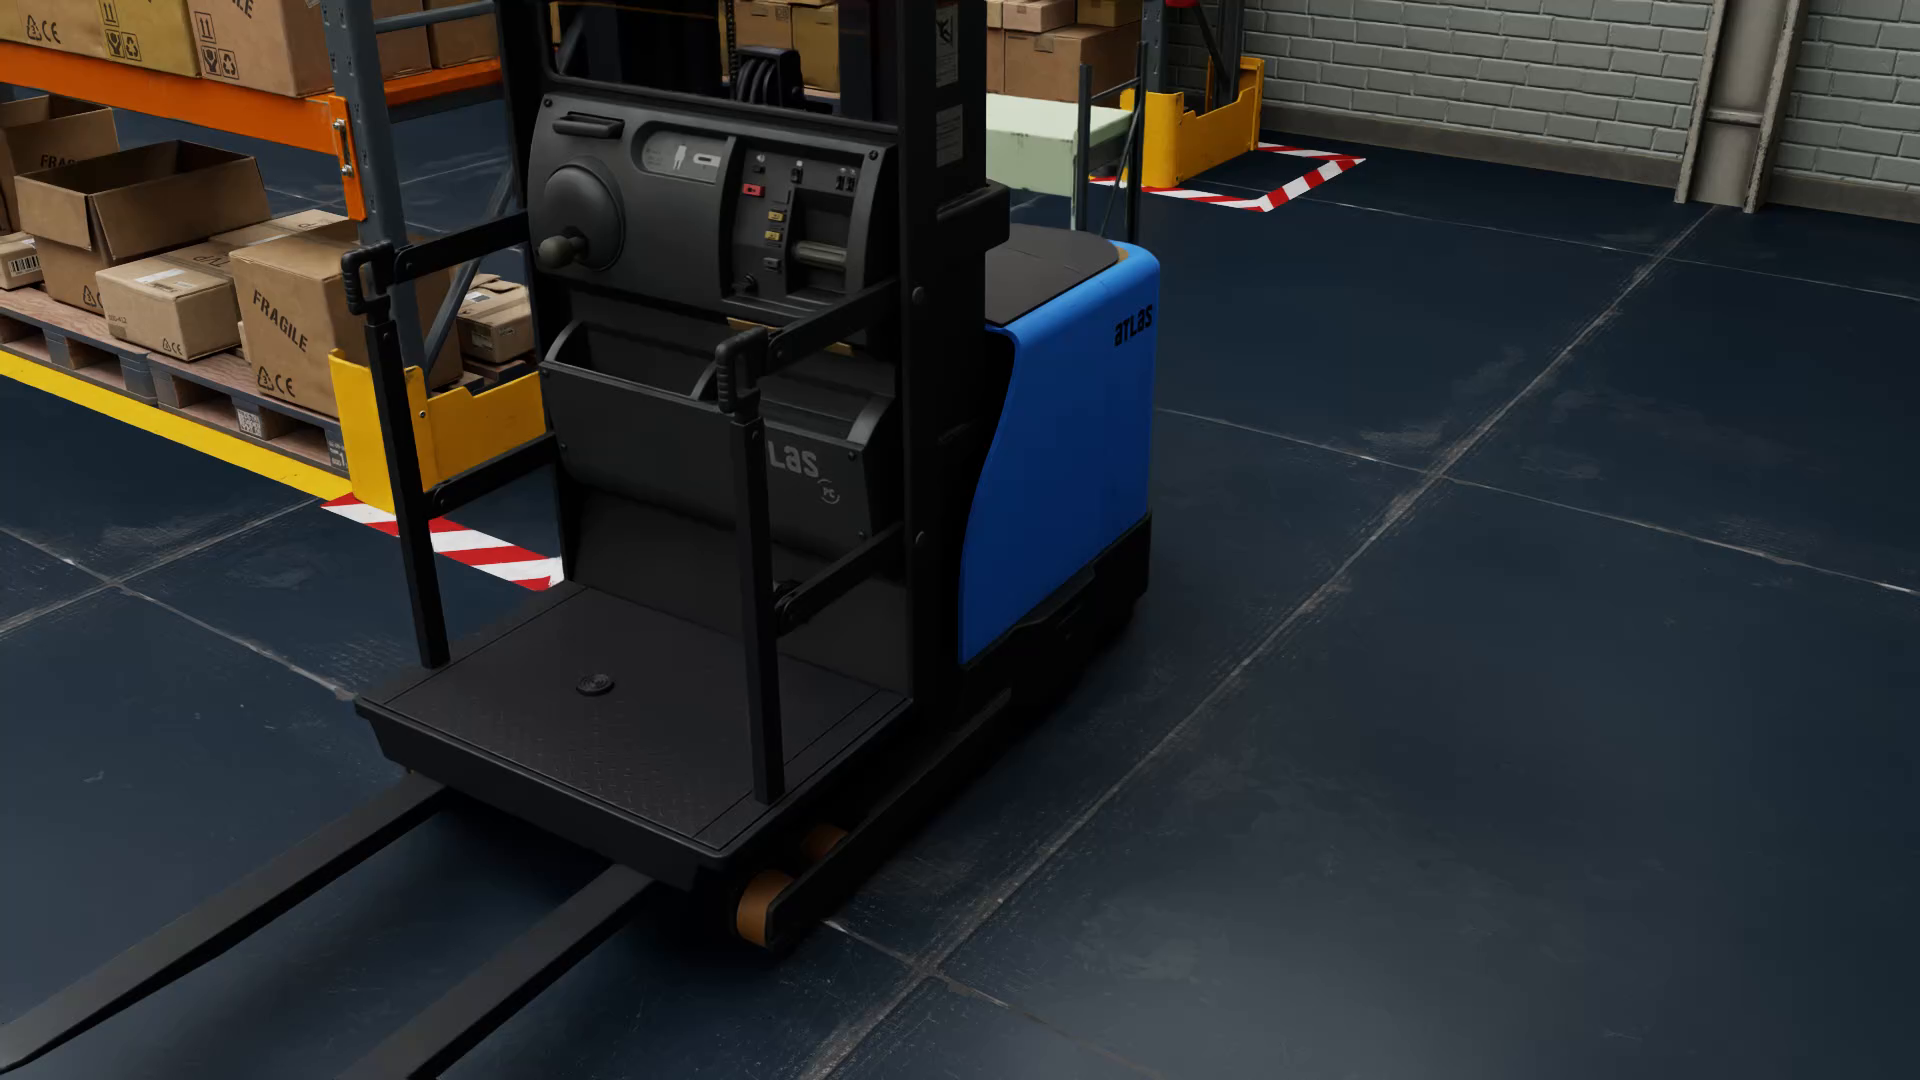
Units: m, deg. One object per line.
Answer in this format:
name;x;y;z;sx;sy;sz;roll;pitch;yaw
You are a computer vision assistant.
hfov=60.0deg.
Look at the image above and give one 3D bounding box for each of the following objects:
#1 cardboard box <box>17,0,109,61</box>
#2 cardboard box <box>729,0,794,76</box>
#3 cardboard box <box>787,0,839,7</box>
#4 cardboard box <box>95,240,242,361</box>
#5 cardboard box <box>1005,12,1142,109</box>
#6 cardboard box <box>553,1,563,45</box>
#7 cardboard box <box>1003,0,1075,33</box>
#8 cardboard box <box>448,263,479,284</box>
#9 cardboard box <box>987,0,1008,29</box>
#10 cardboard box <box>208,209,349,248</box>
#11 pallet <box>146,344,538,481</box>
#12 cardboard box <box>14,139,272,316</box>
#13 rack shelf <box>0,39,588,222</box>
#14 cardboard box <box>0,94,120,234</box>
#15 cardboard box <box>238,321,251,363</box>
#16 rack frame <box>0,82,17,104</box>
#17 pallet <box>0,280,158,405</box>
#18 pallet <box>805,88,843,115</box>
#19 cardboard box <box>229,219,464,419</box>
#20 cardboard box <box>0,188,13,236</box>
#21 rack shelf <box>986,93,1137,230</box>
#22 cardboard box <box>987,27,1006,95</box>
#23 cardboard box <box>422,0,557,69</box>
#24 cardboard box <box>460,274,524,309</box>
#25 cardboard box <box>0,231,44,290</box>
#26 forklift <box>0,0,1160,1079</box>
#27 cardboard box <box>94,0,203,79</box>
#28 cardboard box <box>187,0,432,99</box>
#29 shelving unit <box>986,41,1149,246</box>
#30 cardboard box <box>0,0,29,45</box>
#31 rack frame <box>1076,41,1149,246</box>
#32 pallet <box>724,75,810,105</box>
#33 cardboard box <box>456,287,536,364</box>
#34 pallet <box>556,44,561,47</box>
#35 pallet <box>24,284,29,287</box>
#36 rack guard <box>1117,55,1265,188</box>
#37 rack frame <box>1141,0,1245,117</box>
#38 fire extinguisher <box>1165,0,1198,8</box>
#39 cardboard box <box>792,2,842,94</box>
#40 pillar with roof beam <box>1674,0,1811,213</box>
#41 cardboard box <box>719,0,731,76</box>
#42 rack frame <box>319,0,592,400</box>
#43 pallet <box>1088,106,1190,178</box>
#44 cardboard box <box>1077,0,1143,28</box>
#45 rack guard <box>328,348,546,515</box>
cardboard box;-2.874;-1.959;5.682;0.500;0.500;0.500;18;32;31
cardboard box;-1.038;-3.232;10.587;0.500;0.500;0.700;17;32;30
cardboard box;-0.841;-3.361;10.125;0.250;0.149;0.380;16;31;29
cardboard box;-2.867;-0.913;6.283;0.500;0.250;0.500;17;32;30
cardboard box;0.655;-2.708;9.557;0.500;0.500;0.700;17;32;30
cardboard box;-2.618;-3.867;11.448;0.750;0.750;0.750;18;32;31
cardboard box;0.446;-2.962;9.340;0.250;0.149;0.380;17;31;30
cardboard box;-2.213;-0.984;6.423;0.500;0.250;0.500;17;32;30
cardboard box;0.235;-3.027;9.469;0.250;0.149;0.380;18;32;32
cardboard box;-2.625;-1.112;6.675;0.500;0.250;0.500;17;32;30
pallet;-2.233;-0.620;6.237;1.213;0.211;1.003;17;32;30
cardboard box;-3.259;-1.269;6.705;0.637;0.503;0.797;17;32;30
rack shelf;-3.162;-1.832;6.336;4.000;0.370;1.077;17;32;30
cardboard box;-4.180;-1.708;7.571;0.500;0.500;0.500;17;32;30
cardboard box;-2.384;-0.758;6.071;0.250;0.166;0.380;17;32;30
rack frame;-4.810;-2.667;7.182;0.127;3.000;1.000;17;32;30
pallet;-3.235;-0.934;6.853;1.213;0.211;1.003;17;32;30
pallet;-0.416;-2.739;10.400;1.213;0.211;1.003;17;32;30
cardboard box;-2.101;-0.769;5.725;0.500;0.500;0.500;17;32;30
cardboard box;-4.587;-1.476;7.322;0.500;0.311;0.500;17;32;30
rack shelf;0.110;-1.103;4.904;0.720;0.370;0.431;15;30;26
cardboard box;0.242;-2.836;9.809;0.500;0.500;0.700;17;32;30
cardboard box;-1.730;-1.896;5.559;0.500;0.500;0.500;18;32;31
cardboard box;-1.870;-0.873;6.297;0.250;0.166;0.380;17;32;30
cardboard box;-3.868;-1.193;6.925;0.250;0.166;0.380;17;32;30
forklift;-0.667;-0.679;3.352;1.130;2.935;3.031;16;31;28
cardboard box;-2.466;-1.829;5.427;0.500;0.500;0.500;18;32;31
cardboard box;-2.036;-1.697;5.167;0.500;0.500;0.500;18;32;32
shelving unit;0.110;-0.755;5.081;0.755;1.500;0.431;15;30;26
cardboard box;-3.289;-2.089;5.937;0.500;0.500;0.500;17;31;30
rack frame;0.427;-0.672;4.917;0.023;1.500;0.400;15;30;26
pallet;-1.426;-3.052;11.015;1.213;0.211;1.003;17;32;30
cardboard box;-1.664;-0.801;6.175;0.250;0.149;0.380;17;32;30
pallet;-2.687;-3.447;11.790;1.213;0.211;1.003;17;32;30
pallet;-4.245;-1.247;7.468;1.213;0.211;1.003;17;32;30
rack guard;1.308;-2.372;9.360;0.348;0.500;1.175;17;32;30
rack frame;1.288;-3.492;8.805;0.127;3.000;1.000;17;32;30
fire extinguisher;1.151;-3.080;8.492;0.183;0.674;0.296;17;32;30
cardboard box;-0.616;-3.099;10.326;0.500;0.500;0.700;18;32;31
pillar with roof beam;1.566;-4.187;3.555;0.400;9.000;9.100;17;32;30
cardboard box;-1.450;-3.362;10.842;0.500;0.500;0.700;18;32;31
rack frame;-1.513;-1.639;5.164;0.127;3.000;1.000;17;32;30
pallet;0.585;-2.426;9.784;1.213;0.211;1.003;17;32;30
cardboard box;0.871;-3.040;9.493;0.250;0.149;0.380;18;32;31
rack guard;-1.576;-0.545;5.769;0.348;0.500;1.175;17;32;30
